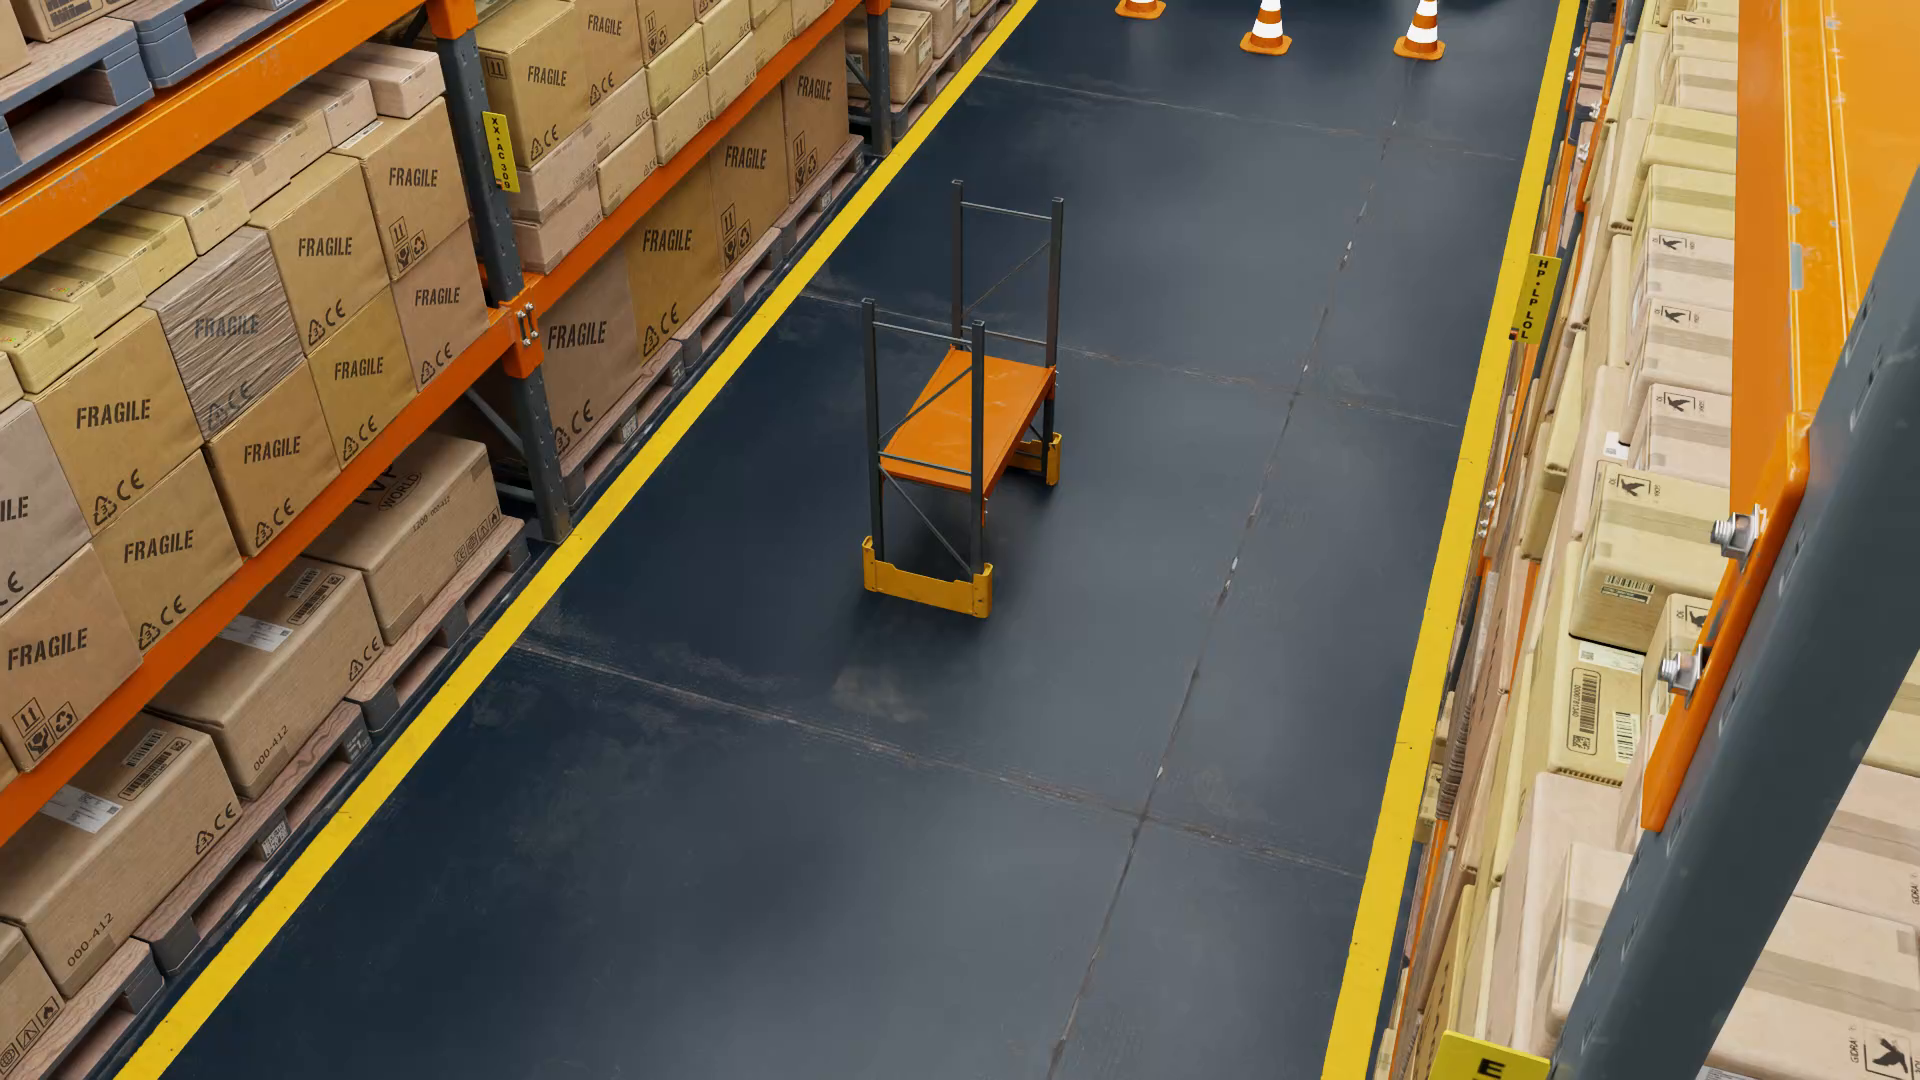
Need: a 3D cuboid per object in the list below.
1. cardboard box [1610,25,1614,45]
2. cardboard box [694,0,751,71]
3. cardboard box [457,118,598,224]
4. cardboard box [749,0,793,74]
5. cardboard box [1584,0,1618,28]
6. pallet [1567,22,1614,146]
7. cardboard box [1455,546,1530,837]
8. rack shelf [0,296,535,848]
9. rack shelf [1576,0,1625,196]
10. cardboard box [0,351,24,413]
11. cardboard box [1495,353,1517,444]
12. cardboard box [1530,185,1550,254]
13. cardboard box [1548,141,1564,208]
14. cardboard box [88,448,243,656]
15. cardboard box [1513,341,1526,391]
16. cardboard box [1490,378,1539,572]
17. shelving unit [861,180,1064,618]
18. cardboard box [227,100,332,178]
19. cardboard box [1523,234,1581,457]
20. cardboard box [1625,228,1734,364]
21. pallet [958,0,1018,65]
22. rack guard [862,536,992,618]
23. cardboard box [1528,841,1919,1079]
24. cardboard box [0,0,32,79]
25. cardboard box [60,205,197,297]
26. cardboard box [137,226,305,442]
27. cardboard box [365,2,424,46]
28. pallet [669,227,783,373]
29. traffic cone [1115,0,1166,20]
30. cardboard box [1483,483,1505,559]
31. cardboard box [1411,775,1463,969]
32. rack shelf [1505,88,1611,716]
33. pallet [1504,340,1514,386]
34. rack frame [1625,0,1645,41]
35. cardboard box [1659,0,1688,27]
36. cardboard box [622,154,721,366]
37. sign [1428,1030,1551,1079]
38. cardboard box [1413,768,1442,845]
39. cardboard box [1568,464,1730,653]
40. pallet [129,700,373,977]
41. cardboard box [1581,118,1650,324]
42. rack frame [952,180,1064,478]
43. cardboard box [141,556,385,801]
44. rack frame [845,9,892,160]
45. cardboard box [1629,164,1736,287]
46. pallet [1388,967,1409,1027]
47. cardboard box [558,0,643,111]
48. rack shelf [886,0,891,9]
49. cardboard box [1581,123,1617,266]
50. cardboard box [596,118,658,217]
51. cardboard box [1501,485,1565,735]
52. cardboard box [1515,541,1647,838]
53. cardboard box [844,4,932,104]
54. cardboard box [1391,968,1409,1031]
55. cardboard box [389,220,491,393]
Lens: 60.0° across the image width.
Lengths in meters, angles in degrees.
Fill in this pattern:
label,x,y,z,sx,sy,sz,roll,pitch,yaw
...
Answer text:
label,x,y,z,sx,sy,sz,roll,pitch,yaw
cardboard box,3.420,-2.496,8.188,0.380,0.149,0.250,13,42,14
cardboard box,-1.356,-2.531,8.090,0.500,0.250,0.500,12,42,14
cardboard box,-1.876,-1.596,6.994,0.500,0.250,0.500,12,42,14
cardboard box,-1.200,-2.655,8.620,0.500,0.250,0.500,13,42,15
cardboard box,3.664,-3.032,8.870,0.500,0.500,0.500,13,42,15
pallet,3.619,-2.129,8.035,1.213,0.211,1.003,13,42,15
cardboard box,1.470,0.402,3.845,0.500,0.500,0.500,12,42,14
rack shelf,-2.976,0.236,5.670,1.077,0.370,4.000,13,42,15
rack shelf,3.078,-2.307,6.340,1.077,0.370,4.000,13,42,15
cardboard box,-2.820,-0.426,4.544,0.380,0.149,0.250,14,42,15
cardboard box,2.766,-0.561,7.652,0.500,0.500,0.500,12,42,14
cardboard box,3.281,-1.494,8.746,0.500,0.500,0.500,12,42,13
cardboard box,3.299,-1.787,8.512,0.500,0.250,0.500,11,42,13
cardboard box,-2.732,-0.015,5.333,0.500,0.500,0.500,15,43,17
cardboard box,2.767,-0.861,7.426,0.500,0.250,0.500,12,42,13
cardboard box,1.988,-0.125,5.233,0.500,0.500,0.500,13,42,14
shelving unit,0.026,-0.617,7.271,0.587,1.500,1.083,13,42,15
cardboard box,-2.385,-1.377,5.660,0.380,0.149,0.250,13,42,15
cardboard box,2.011,-0.531,4.938,0.500,0.500,0.500,14,43,16
cardboard box,1.411,-0.408,2.983,0.380,0.149,0.250,12,42,14
pallet,-0.236,-3.854,12.058,1.003,0.211,1.213,13,42,15
rack guard,-0.144,0.162,7.321,0.587,0.250,0.087,13,42,15
cardboard box,0.864,0.526,1.889,0.380,0.149,0.250,13,42,15
cardboard box,-2.829,-1.391,4.234,0.500,0.500,0.500,14,42,16
cardboard box,-2.594,-0.898,5.098,0.380,0.149,0.250,12,42,14
cardboard box,-2.540,-0.706,5.373,0.500,0.500,0.500,14,42,16
cardboard box,-2.375,-2.004,6.894,0.500,0.500,0.500,15,43,16
pallet,-1.683,-1.430,9.217,1.003,0.211,1.213,13,42,15
traffic cone,1.336,-4.104,12.158,0.336,0.463,0.334,13,42,15
cardboard box,1.990,-0.024,5.615,0.380,0.149,0.250,15,43,17
cardboard box,1.464,0.811,4.136,0.500,0.500,0.500,15,43,17
rack shelf,1.711,0.132,3.481,1.077,0.370,4.000,13,42,15
pallet,3.494,-1.123,8.857,1.003,0.211,1.213,13,42,15
rack frame,2.395,-2.502,3.703,1.000,3.000,0.127,13,42,15
cardboard box,1.943,-1.364,4.103,0.380,0.149,0.250,12,42,13
cardboard box,-1.853,-1.557,8.531,0.875,0.875,0.875,14,43,16
sign,0.512,0.606,1.689,0.100,0.325,0.005,13,42,15
cardboard box,1.877,1.018,6.073,0.380,0.149,0.250,14,43,16
cardboard box,1.116,0.055,2.440,0.380,0.149,0.250,14,42,16
pallet,-3.041,0.997,6.373,1.003,0.211,1.213,13,42,15
cardboard box,1.645,-0.647,3.571,0.500,0.250,0.500,14,42,16
rack frame,0.203,-0.933,7.641,0.500,1.500,0.032,13,42,15
cardboard box,-2.913,0.463,6.500,0.875,0.438,0.875,12,42,14
rack frame,-0.924,-3.697,9.726,1.000,3.000,0.127,13,42,15
cardboard box,1.496,-0.569,3.171,0.380,0.149,0.250,12,42,14
pallet,1.783,2.005,5.191,1.003,0.211,1.213,13,42,15
cardboard box,-1.723,-2.197,7.120,0.500,0.500,0.500,13,42,15
rack shelf,-0.240,-4.643,11.389,1.077,0.370,4.000,13,42,15
cardboard box,1.826,-0.773,4.103,0.500,0.250,0.500,13,42,14
cardboard box,-1.718,-1.726,7.531,0.500,0.250,0.500,12,42,14
cardboard box,1.283,0.187,2.978,0.500,0.250,0.500,15,43,17
cardboard box,1.119,0.296,2.465,0.500,0.250,0.500,12,42,14
cardboard box,-0.721,-3.199,10.843,0.950,0.372,0.625,11,42,12
cardboard box,1.561,1.539,5.233,0.380,0.149,0.250,13,42,15
cardboard box,-2.210,-0.956,6.436,0.500,0.500,0.500,14,42,15
